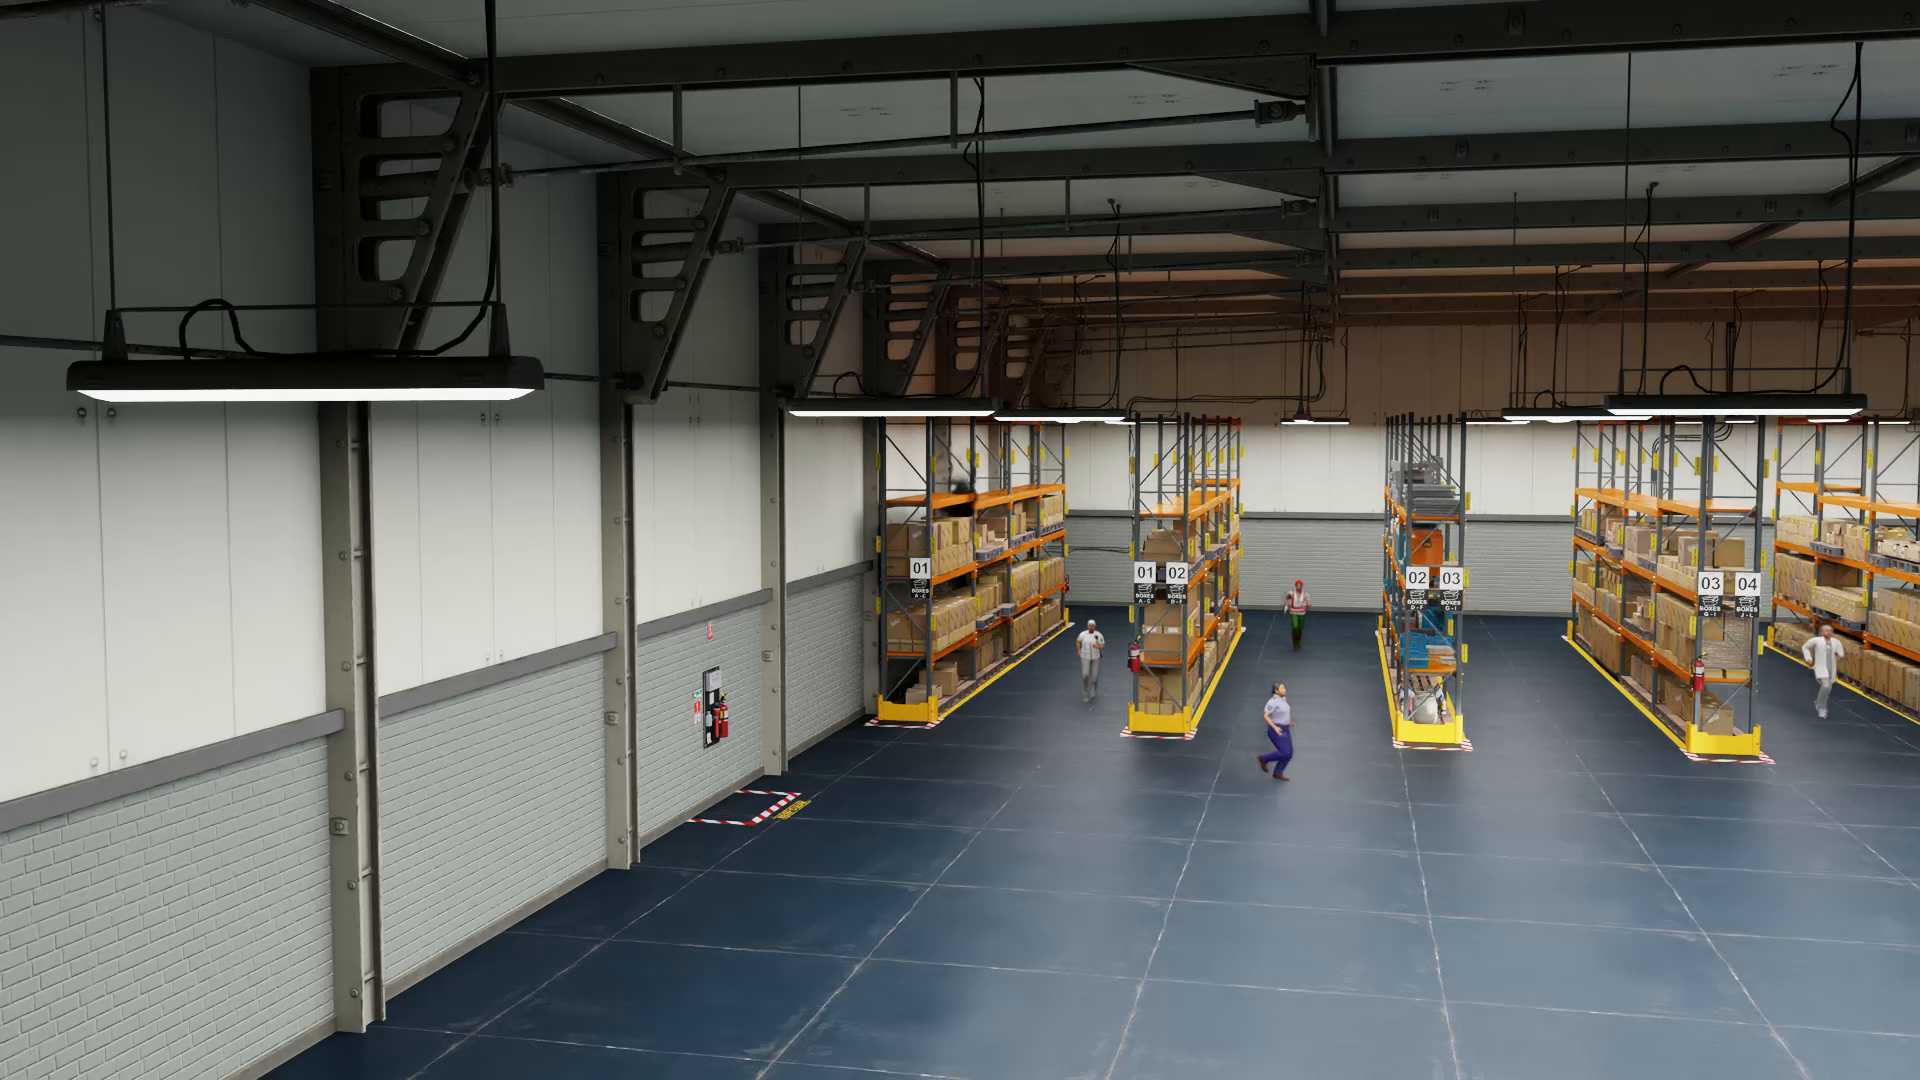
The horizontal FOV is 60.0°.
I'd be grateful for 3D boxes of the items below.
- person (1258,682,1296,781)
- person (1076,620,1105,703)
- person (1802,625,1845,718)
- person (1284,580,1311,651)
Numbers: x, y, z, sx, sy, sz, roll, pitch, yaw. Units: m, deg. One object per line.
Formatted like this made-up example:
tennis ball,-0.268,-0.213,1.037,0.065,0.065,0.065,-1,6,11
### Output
person,5.158,3.112,27.009,0.554,1.597,0.609,2,5,33
person,2.748,2.532,34.928,0.580,1.728,0.751,0,4,0
person,17.175,2.606,33.017,0.668,1.842,0.825,0,4,-1
person,8.684,1.940,42.754,0.643,1.837,0.855,0,4,0
